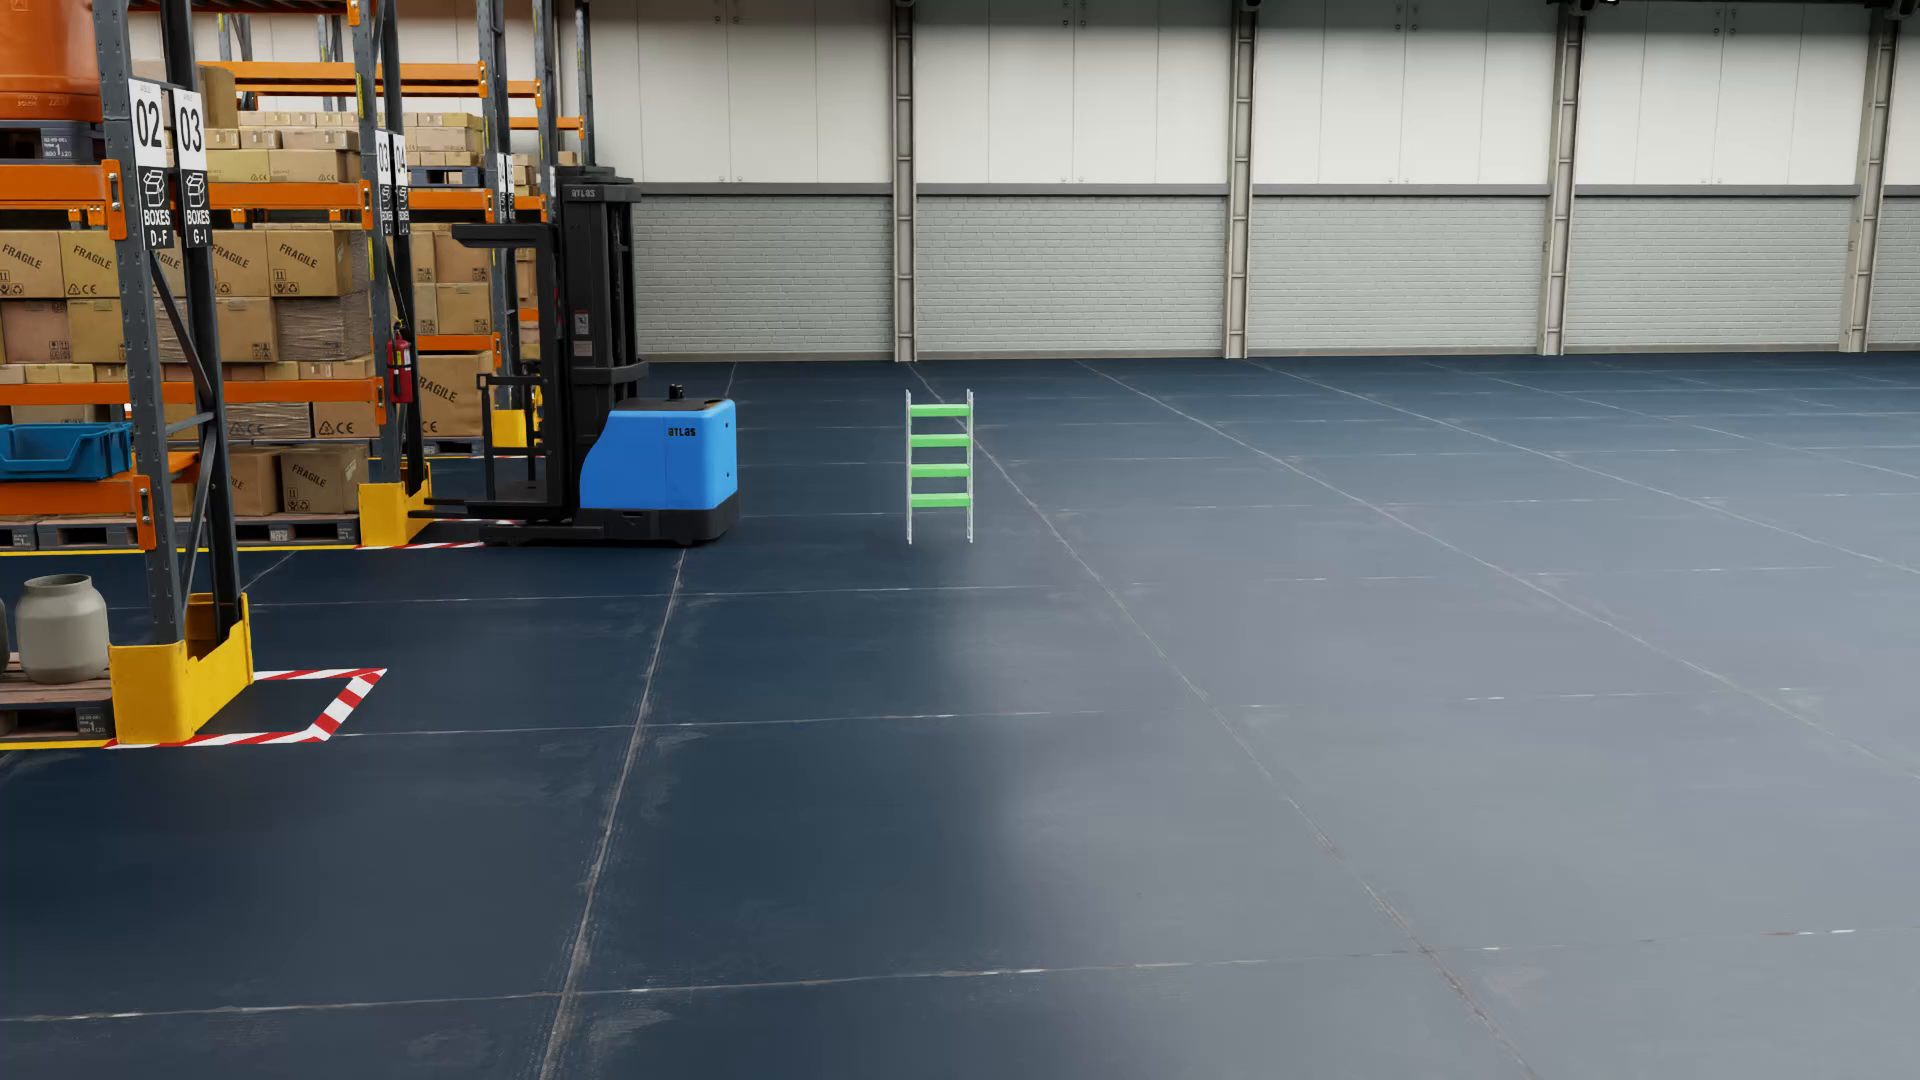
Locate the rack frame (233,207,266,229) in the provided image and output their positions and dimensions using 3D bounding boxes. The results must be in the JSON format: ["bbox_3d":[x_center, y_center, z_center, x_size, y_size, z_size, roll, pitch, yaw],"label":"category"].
[{"bbox_3d":[-9.587,-3.351,22.638,0.127,3.000,1.000,-1,11,-6],"label":"rack frame"}]

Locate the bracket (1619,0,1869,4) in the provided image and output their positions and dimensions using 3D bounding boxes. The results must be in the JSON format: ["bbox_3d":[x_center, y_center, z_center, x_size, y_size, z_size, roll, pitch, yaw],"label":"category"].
[{"bbox_3d":[13.985,-9.624,29.663,4.783,0.066,0.076,-1,11,-6],"label":"bracket"}]

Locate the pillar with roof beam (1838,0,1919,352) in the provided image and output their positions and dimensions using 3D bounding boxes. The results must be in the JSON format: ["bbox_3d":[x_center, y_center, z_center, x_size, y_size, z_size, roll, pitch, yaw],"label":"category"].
[{"bbox_3d":[17.385,-7.163,26.474,0.548,9.000,9.100,-1,11,-6],"label":"pillar with roof beam"}]

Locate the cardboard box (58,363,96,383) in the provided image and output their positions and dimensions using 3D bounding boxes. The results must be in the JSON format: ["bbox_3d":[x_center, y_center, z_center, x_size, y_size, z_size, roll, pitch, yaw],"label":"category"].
[{"bbox_3d":[-6.781,-1.308,12.897,0.250,0.149,0.380,-1,11,-6],"label":"cardboard box"}]

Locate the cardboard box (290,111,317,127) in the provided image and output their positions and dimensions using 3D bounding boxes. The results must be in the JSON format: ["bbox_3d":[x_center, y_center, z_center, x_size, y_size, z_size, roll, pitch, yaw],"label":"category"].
[{"bbox_3d":[-6.790,-4.378,17.323,0.250,0.149,0.380,-1,11,-6],"label":"cardboard box"}]

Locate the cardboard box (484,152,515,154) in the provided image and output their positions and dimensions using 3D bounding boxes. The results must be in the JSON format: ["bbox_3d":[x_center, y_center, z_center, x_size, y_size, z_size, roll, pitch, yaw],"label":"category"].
[{"bbox_3d":[-7.593,-6.104,27.259,0.500,0.500,0.700,-1,11,-6],"label":"cardboard box"}]

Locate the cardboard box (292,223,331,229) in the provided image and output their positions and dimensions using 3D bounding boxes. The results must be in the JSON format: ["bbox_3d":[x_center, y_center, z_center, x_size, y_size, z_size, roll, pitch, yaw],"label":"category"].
[{"bbox_3d":[-8.616,-4.011,22.371,0.500,0.500,0.700,-1,11,-6],"label":"cardboard box"}]

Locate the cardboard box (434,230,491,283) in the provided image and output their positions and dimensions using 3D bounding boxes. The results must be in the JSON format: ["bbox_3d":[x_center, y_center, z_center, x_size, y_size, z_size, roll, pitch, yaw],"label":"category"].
[{"bbox_3d":[-5.348,-3.090,18.124,0.550,0.550,0.875,-1,11,-6],"label":"cardboard box"}]

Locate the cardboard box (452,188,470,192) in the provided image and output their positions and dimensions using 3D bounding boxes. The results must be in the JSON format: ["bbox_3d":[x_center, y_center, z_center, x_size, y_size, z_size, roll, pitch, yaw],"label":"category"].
[{"bbox_3d":[-6.705,-4.719,22.471,0.250,0.149,0.380,-1,11,-6],"label":"cardboard box"}]

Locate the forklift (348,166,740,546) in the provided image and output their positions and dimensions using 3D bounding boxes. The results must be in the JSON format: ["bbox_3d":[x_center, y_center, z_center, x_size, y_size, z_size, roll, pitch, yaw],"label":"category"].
[{"bbox_3d":[-3.387,-1.489,13.342,3.031,2.935,1.130,1,11,4],"label":"forklift"}]

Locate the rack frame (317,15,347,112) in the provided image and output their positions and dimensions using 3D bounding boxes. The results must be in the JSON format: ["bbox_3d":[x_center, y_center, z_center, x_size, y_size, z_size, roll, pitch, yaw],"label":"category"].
[{"bbox_3d":[-10.127,-7.247,26.901,0.127,3.000,1.000,-1,11,-6],"label":"rack frame"}]

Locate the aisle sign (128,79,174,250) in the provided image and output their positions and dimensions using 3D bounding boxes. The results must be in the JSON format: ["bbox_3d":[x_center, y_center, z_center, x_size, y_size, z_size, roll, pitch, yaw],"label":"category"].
[{"bbox_3d":[-3.901,-1.804,8.030,0.004,0.787,0.394,-1,11,-6],"label":"aisle sign"}]

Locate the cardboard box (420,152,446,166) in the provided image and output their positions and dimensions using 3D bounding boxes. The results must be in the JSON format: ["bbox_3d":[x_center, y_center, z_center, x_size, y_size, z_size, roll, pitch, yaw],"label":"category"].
[{"bbox_3d":[-5.520,-4.014,17.537,0.250,0.149,0.380,-1,11,-6],"label":"cardboard box"}]

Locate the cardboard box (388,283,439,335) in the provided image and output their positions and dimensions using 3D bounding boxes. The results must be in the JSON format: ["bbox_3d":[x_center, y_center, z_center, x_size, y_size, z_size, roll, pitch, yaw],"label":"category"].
[{"bbox_3d":[-5.884,-2.529,18.066,0.550,0.550,0.875,-1,11,-6],"label":"cardboard box"}]

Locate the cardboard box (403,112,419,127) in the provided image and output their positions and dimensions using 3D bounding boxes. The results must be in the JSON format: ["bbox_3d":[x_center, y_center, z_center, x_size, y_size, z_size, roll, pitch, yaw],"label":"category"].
[{"bbox_3d":[-5.777,-4.400,17.433,0.250,0.149,0.380,-1,11,-5],"label":"cardboard box"}]

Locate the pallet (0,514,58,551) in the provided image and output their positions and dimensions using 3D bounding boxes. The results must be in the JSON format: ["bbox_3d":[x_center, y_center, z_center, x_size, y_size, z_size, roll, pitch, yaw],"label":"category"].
[{"bbox_3d":[-7.853,-0.103,13.346,1.213,0.211,1.003,-1,11,-6],"label":"pallet"}]

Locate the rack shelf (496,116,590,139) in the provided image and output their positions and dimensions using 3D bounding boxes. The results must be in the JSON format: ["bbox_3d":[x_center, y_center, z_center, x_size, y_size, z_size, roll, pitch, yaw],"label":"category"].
[{"bbox_3d":[-8.138,-6.739,27.221,4.000,0.370,1.077,-1,11,-6],"label":"rack shelf"}]

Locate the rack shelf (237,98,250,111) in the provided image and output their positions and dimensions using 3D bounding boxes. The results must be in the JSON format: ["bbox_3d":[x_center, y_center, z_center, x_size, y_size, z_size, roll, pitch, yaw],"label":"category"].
[{"bbox_3d":[-11.575,-5.704,21.955,4.000,0.370,1.077,-1,11,-6],"label":"rack shelf"}]

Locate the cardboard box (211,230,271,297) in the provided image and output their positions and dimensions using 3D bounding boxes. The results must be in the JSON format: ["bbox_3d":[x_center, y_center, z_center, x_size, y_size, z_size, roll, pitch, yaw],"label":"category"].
[{"bbox_3d":[-5.557,-2.149,12.902,0.500,0.500,0.500,-1,11,-6],"label":"cardboard box"}]

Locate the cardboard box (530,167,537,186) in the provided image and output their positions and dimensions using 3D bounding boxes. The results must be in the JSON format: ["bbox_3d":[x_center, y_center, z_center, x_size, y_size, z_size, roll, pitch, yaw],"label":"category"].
[{"bbox_3d":[-6.139,-5.019,22.965,0.500,0.250,0.500,-1,11,-7],"label":"cardboard box"}]

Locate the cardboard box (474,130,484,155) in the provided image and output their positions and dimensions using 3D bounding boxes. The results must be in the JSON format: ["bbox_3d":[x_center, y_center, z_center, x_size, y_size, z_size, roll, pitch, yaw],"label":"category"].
[{"bbox_3d":[-5.483,-4.326,18.089,0.500,0.250,0.500,-1,11,-6],"label":"cardboard box"}]

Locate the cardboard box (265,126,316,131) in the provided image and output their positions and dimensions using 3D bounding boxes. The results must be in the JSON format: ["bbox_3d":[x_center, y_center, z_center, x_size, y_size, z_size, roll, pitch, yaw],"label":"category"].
[{"bbox_3d":[-6.929,-4.192,17.408,0.500,0.250,0.500,-1,11,-6],"label":"cardboard box"}]

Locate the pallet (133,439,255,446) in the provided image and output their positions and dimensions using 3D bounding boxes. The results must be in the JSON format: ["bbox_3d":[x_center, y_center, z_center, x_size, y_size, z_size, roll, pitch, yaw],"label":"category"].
[{"bbox_3d":[-8.187,-1.037,18.093,1.213,0.211,1.003,-1,11,-6],"label":"pallet"}]

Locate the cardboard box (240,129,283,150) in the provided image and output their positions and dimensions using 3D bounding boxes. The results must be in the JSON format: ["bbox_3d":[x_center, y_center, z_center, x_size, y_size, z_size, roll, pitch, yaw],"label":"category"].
[{"bbox_3d":[-5.314,-3.053,12.699,0.250,0.149,0.380,-2,11,-9],"label":"cardboard box"}]

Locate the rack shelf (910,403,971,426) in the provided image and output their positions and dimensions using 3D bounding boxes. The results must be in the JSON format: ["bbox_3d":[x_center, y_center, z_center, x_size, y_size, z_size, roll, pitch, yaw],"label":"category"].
[{"bbox_3d":[-0.165,-0.994,13.154,0.480,0.148,0.258,-1,11,-6],"label":"rack shelf"}]

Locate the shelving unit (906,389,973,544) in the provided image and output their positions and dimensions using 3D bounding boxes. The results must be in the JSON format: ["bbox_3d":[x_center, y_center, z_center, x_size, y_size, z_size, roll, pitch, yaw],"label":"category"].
[{"bbox_3d":[-0.165,-0.585,13.235,0.503,1.200,0.258,-1,11,-6],"label":"shelving unit"}]

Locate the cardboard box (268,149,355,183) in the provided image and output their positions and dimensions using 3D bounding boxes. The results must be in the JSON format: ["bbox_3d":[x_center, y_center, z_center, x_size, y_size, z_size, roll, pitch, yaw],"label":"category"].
[{"bbox_3d":[-4.992,-2.873,12.821,0.500,0.250,0.500,-1,11,-5],"label":"cardboard box"}]

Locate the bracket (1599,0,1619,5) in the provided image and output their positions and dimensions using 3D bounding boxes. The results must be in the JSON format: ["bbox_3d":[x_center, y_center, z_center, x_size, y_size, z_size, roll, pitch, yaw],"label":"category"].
[{"bbox_3d":[11.406,-9.570,29.388,0.430,0.232,0.235,-1,11,-6],"label":"bracket"}]

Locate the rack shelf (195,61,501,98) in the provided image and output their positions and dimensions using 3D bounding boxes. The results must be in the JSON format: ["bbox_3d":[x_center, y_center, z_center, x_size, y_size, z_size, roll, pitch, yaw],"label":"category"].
[{"bbox_3d":[-6.963,-4.840,17.561,4.000,0.370,1.077,-1,11,-6],"label":"rack shelf"}]

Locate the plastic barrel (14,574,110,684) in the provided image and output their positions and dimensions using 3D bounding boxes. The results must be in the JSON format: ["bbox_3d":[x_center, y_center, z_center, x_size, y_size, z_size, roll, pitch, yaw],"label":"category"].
[{"bbox_3d":[-4.651,0.459,8.619,0.421,0.512,0.421,0,11,0],"label":"plastic barrel"}]

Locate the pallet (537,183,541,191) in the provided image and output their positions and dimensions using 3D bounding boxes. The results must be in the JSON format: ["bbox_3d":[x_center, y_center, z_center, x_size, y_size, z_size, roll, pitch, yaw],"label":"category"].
[{"bbox_3d":[-6.856,-5.805,27.573,1.213,0.211,1.003,-1,11,-6],"label":"pallet"}]

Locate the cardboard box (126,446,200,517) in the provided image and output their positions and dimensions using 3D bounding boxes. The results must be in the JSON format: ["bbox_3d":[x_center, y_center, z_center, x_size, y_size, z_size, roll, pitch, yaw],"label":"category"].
[{"bbox_3d":[-6.378,-0.475,13.401,0.500,0.500,0.500,0,11,-1],"label":"cardboard box"}]

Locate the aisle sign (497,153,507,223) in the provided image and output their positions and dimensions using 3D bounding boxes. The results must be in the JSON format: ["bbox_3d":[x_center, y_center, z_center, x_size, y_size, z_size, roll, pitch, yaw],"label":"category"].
[{"bbox_3d":[-4.872,-3.707,17.708,0.004,0.787,0.394,-1,11,-6],"label":"aisle sign"}]

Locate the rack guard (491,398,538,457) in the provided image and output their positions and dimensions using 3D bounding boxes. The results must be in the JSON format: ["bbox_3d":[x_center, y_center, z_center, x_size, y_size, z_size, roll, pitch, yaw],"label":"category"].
[{"bbox_3d":[-4.951,-1.261,18.488,0.348,0.500,1.175,-1,11,-6],"label":"rack guard"}]

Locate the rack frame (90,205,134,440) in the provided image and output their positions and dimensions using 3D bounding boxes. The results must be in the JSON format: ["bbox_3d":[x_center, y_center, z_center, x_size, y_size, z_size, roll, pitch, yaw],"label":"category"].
[{"bbox_3d":[-8.952,-2.404,17.820,0.127,3.000,1.000,-1,11,-6],"label":"rack frame"}]

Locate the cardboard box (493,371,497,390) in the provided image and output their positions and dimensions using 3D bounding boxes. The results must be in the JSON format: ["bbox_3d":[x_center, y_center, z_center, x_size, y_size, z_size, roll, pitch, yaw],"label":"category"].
[{"bbox_3d":[-6.409,-2.222,22.936,0.500,0.250,0.500,-1,11,-6],"label":"cardboard box"}]

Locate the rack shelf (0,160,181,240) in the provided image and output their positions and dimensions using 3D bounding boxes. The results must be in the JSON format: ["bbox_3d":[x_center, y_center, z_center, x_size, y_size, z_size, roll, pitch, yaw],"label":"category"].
[{"bbox_3d":[-5.993,-1.661,8.131,4.000,0.370,1.077,-1,11,-6],"label":"rack shelf"}]

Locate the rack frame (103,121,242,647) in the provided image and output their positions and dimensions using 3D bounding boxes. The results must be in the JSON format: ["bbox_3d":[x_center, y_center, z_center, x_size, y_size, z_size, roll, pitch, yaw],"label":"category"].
[{"bbox_3d":[-4.005,-0.584,8.563,0.127,3.000,1.000,-1,11,-6],"label":"rack frame"}]

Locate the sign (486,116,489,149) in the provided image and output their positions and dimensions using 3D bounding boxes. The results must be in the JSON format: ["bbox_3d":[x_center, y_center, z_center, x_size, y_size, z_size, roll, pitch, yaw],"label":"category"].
[{"bbox_3d":[-4.930,-4.250,17.346,0.005,0.325,0.100,-1,11,-6],"label":"sign"}]

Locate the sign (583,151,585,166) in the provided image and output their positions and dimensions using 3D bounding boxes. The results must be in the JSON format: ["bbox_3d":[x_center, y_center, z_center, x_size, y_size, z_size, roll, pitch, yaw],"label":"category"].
[{"bbox_3d":[-6.105,-6.149,27.006,0.005,0.325,0.100,-1,11,-6],"label":"sign"}]

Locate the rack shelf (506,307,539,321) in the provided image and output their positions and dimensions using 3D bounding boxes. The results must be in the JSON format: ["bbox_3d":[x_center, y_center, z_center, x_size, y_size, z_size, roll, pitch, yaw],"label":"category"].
[{"bbox_3d":[-7.598,-3.040,22.919,4.000,0.370,1.077,-1,11,-6],"label":"rack shelf"}]

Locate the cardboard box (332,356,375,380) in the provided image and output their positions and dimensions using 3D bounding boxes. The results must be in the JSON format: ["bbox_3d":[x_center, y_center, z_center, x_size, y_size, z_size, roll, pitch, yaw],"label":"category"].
[{"bbox_3d":[-4.801,-1.365,13.188,0.250,0.149,0.380,-1,11,-6],"label":"cardboard box"}]

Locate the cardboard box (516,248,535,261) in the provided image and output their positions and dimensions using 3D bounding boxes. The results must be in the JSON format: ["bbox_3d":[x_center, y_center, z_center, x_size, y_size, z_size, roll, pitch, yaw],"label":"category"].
[{"bbox_3d":[-6.094,-4.068,22.660,0.500,0.500,0.700,-1,11,-7],"label":"cardboard box"}]

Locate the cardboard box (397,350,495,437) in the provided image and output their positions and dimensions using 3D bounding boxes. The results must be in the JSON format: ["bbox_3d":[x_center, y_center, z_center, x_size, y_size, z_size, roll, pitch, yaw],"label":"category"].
[{"bbox_3d":[-5.642,-1.624,18.272,0.875,0.875,0.875,-1,11,-6],"label":"cardboard box"}]

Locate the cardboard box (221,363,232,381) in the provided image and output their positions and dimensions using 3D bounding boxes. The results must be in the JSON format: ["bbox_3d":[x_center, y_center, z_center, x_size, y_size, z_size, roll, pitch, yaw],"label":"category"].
[{"bbox_3d":[-5.796,-1.346,13.087,0.250,0.149,0.380,-1,11,-6],"label":"cardboard box"}]

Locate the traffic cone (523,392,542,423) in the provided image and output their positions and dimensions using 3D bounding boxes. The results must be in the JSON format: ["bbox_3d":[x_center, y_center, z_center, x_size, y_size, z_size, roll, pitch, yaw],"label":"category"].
[{"bbox_3d":[-5.440,-1.728,20.956,0.334,0.463,0.336,-1,11,-6],"label":"traffic cone"}]

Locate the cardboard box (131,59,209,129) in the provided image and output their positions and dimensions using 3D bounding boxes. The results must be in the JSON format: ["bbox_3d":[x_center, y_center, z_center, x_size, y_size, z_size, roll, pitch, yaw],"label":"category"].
[{"bbox_3d":[-6.054,-3.365,12.608,0.500,0.500,0.500,-1,11,-6],"label":"cardboard box"}]

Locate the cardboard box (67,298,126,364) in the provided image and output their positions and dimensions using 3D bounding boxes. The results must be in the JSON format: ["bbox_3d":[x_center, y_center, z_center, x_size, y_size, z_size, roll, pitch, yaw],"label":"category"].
[{"bbox_3d":[-6.574,-1.679,13.103,0.500,0.500,0.875,-1,11,-6],"label":"cardboard box"}]
